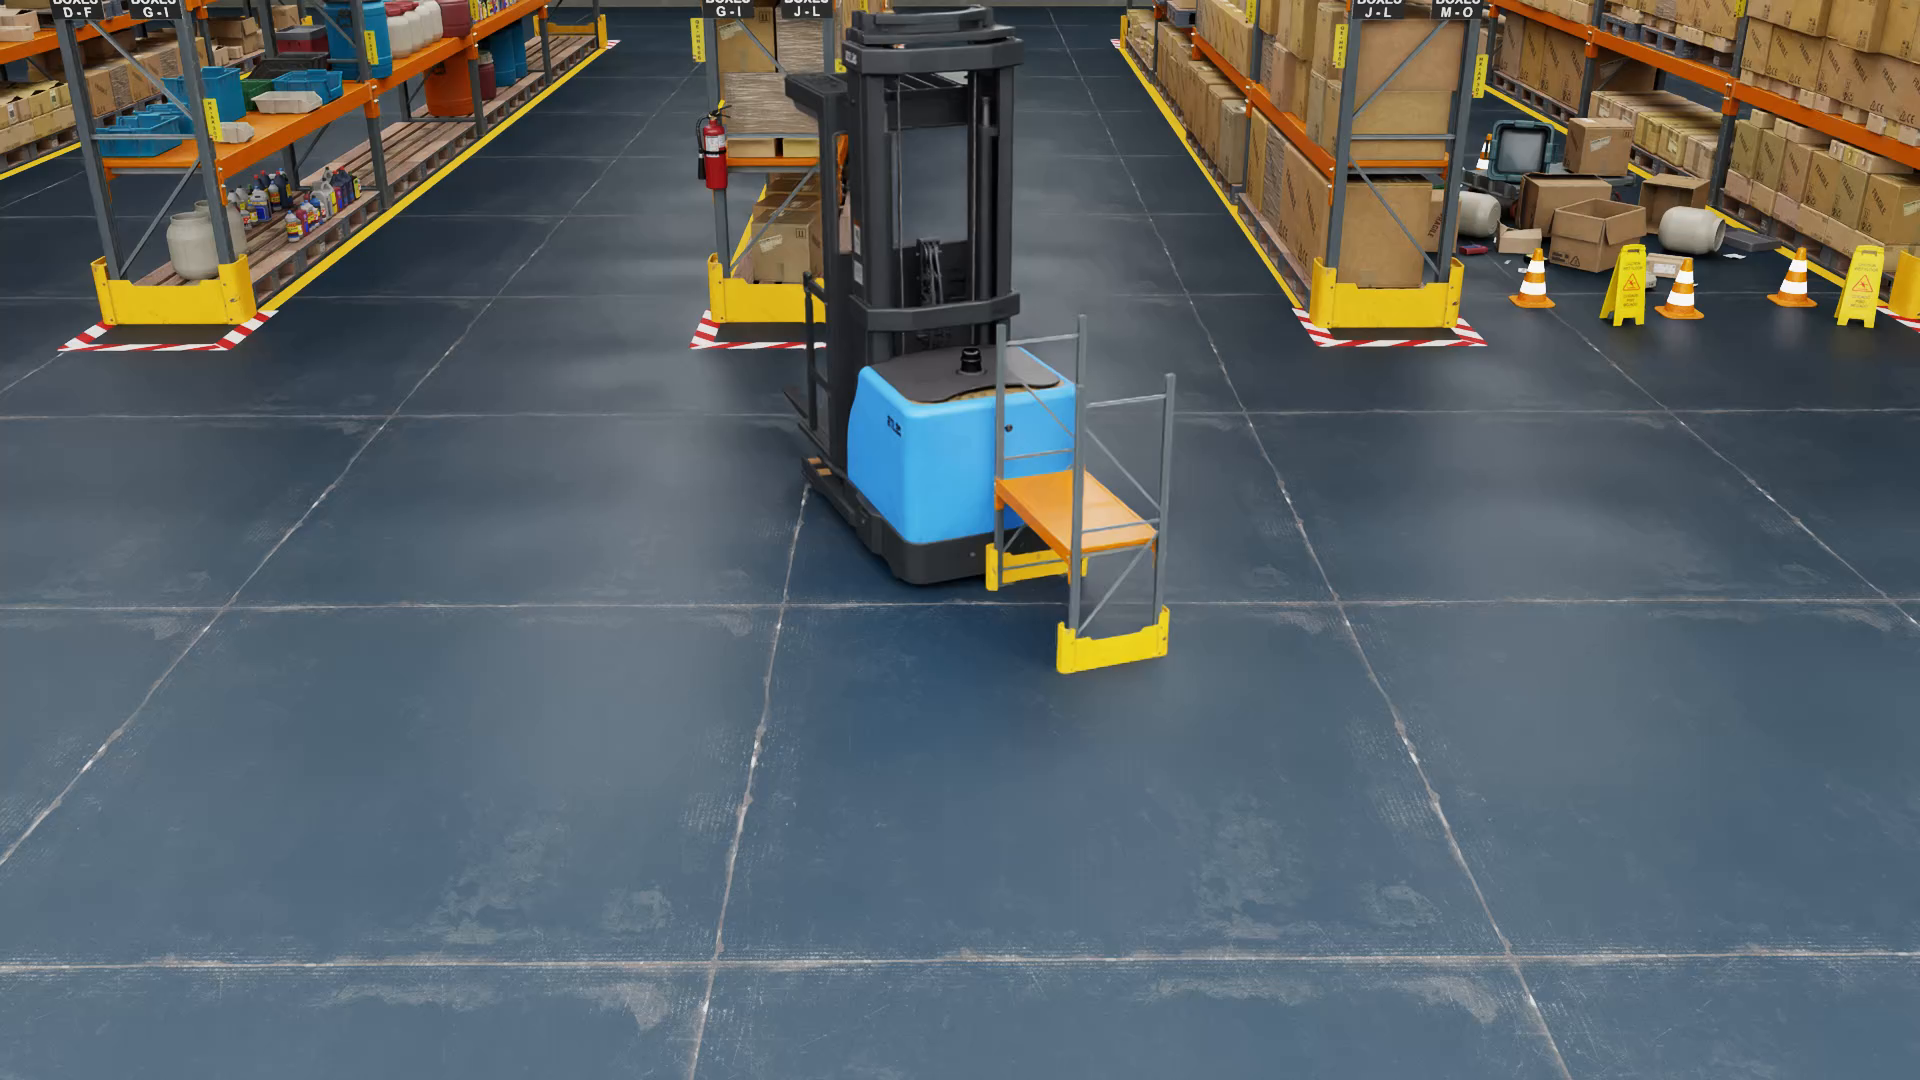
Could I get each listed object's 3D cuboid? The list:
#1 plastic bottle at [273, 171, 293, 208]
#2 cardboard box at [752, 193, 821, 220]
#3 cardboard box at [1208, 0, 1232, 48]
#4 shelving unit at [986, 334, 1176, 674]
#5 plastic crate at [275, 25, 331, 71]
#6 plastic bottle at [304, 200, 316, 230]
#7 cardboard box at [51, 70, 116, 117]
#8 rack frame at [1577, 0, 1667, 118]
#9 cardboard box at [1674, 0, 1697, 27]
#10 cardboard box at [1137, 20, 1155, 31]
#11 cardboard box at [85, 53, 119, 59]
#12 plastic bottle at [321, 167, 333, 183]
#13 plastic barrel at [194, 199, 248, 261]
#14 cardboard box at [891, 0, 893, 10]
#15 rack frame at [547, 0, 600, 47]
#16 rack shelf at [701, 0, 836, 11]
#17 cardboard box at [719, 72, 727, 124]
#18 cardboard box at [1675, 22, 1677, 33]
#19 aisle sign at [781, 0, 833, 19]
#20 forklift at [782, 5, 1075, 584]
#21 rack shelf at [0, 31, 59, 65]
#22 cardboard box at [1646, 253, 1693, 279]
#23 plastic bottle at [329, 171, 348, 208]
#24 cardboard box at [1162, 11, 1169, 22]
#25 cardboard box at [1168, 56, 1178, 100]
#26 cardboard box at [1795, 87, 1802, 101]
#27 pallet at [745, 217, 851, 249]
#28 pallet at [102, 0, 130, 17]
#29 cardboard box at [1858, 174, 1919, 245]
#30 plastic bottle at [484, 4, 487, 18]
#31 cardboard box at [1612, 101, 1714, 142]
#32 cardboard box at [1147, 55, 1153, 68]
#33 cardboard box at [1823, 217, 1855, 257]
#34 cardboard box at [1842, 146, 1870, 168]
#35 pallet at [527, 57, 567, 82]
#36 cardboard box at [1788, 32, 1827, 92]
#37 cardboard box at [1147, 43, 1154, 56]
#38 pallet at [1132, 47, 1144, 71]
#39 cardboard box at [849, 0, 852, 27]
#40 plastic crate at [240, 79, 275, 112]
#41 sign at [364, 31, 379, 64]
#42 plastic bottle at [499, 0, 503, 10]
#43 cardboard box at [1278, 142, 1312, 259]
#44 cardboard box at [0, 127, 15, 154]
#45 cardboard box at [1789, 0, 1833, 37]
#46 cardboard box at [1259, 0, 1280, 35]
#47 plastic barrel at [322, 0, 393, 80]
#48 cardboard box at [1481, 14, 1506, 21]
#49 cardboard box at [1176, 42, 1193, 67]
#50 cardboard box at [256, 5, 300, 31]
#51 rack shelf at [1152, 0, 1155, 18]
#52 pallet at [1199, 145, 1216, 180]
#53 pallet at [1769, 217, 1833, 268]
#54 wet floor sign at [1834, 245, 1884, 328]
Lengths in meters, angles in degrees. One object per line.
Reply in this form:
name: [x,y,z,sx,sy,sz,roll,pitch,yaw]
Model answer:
plastic bottle: [-6.731,-3.485,16.496,0.144,0.351,0.185,0,24,-1]
cardboard box: [-1.504,-2.755,14.725,0.500,0.500,0.500,6,25,13]
cardboard box: [3.149,-5.918,19.074,0.500,0.500,0.500,0,24,-1]
shelving unit: [0.597,-0.263,8.512,0.587,1.500,1.083,-9,26,-18]
plastic crate: [-6.780,-5.052,17.204,0.402,0.464,0.583,0,24,-1]
plastic bottle: [-6.139,-3.065,15.664,0.097,0.271,0.097,0,24,0]
cardboard box: [-11.185,-5.703,21.219,0.500,0.500,0.500,1,24,2]
rack frame: [8.349,-6.540,20.571,1.000,3.000,0.127,0,24,-1]
cardboard box: [8.152,-5.871,18.099,0.500,0.500,0.500,1,24,1]
cardboard box: [3.013,-8.177,26.417,0.380,0.149,0.250,0,24,0]
cardboard box: [-11.728,-6.328,22.601,0.500,0.500,0.500,-1,24,-3]
plastic bottle: [-6.318,-3.554,16.649,0.144,0.351,0.185,0,24,-1]
plastic barrel: [-6.515,-2.712,14.616,0.421,0.512,0.421,0,24,0]
cardboard box: [-1.560,-8.752,27.530,0.875,0.875,0.875,0,24,-1]
rack frame: [-6.600,-9.770,27.712,1.000,3.000,0.127,0,24,-1]
rack shelf: [-1.495,-5.062,14.536,1.077,0.370,4.000,0,24,-1]
cardboard box: [-1.577,-3.813,14.057,0.875,0.500,0.500,0,24,-1]
cardboard box: [8.214,-5.709,18.528,0.380,0.149,0.250,-1,24,-2]
aisle sign: [-1.172,-4.359,12.594,0.394,0.787,0.004,0,24,-1]
forklift: [-0.357,-1.675,9.896,1.130,2.935,3.031,-9,26,-20]
rack shelf: [-11.444,-5.301,18.703,1.077,0.370,4.000,0,24,-1]
cardboard box: [6.402,-2.476,15.043,0.380,0.149,0.250,13,27,27]
plastic bottle: [-6.172,-3.476,16.475,0.144,0.351,0.185,-1,24,-3]
cardboard box: [3.518,-8.616,27.387,0.380,0.149,0.250,0,24,0]
cardboard box: [3.108,-6.231,22.410,0.500,0.500,0.500,-1,24,-3]
cardboard box: [8.166,-4.221,15.748,0.380,0.149,0.250,0,24,-1]
pallet: [-1.458,-2.796,15.677,1.003,0.211,1.213,0,24,-1]
pallet: [-11.492,-7.167,22.189,1.003,0.211,1.213,0,24,-1]
cardboard box: [8.167,-2.853,14.335,0.500,0.500,0.500,0,24,0]
plastic bottle: [-6.175,-6.856,21.510,0.097,0.201,0.097,0,24,0]
cardboard box: [8.362,-4.997,19.839,0.950,0.372,0.625,-1,24,-2]
cardboard box: [3.012,-7.177,24.929,0.380,0.149,0.250,0,24,0]
cardboard box: [8.161,-2.728,14.968,0.500,0.250,0.500,0,24,0]
cardboard box: [8.096,-3.403,14.764,0.380,0.149,0.250,0,24,0]
pallet: [-6.603,-7.154,25.312,1.003,0.211,1.213,0,24,-1]
cardboard box: [8.140,-4.477,15.526,0.500,0.500,0.500,0,24,-1]
cardboard box: [3.020,-7.392,25.044,0.380,0.149,0.250,-1,24,-3]
pallet: [3.298,-7.635,26.374,1.003,0.211,1.213,0,24,-1]
cardboard box: [-1.223,-4.682,14.766,0.500,0.500,0.500,0,24,-1]
plastic crate: [-6.737,-4.168,15.583,0.450,0.188,0.662,0,24,-1]
sign: [-5.919,-4.949,16.717,0.100,0.325,0.005,0,24,-1]
plastic bottle: [-6.207,-7.268,22.240,0.144,0.351,0.185,0,24,-1]
cardboard box: [3.403,-3.045,14.911,0.875,0.875,0.875,-1,24,-1]
cardboard box: [-11.196,-4.544,18.984,0.500,0.250,0.500,0,24,0]
cardboard box: [8.143,-4.929,15.312,0.700,0.500,0.500,-1,24,-2]
cardboard box: [3.414,-5.236,16.195,0.875,0.550,0.550,0,24,-1]
plastic barrel: [-6.170,-5.214,17.030,0.600,0.901,0.708,0,24,-1]
cardboard box: [8.388,-8.212,26.867,0.875,0.438,0.875,0,24,1]
cardboard box: [3.115,-6.359,21.784,0.500,0.250,0.500,0,24,0]
cardboard box: [-11.301,-8.588,27.597,0.500,0.500,0.500,0,24,-1]
rack shelf: [3.335,-8.621,26.044,1.077,0.370,4.000,0,24,-1]
pallet: [3.344,-4.379,19.176,1.003,0.211,1.213,0,24,-1]
pallet: [8.452,-2.841,15.775,1.003,0.211,1.213,0,24,-1]
wet floor sign: [7.369,-2.088,13.583,0.267,0.644,0.232,8,26,18]
